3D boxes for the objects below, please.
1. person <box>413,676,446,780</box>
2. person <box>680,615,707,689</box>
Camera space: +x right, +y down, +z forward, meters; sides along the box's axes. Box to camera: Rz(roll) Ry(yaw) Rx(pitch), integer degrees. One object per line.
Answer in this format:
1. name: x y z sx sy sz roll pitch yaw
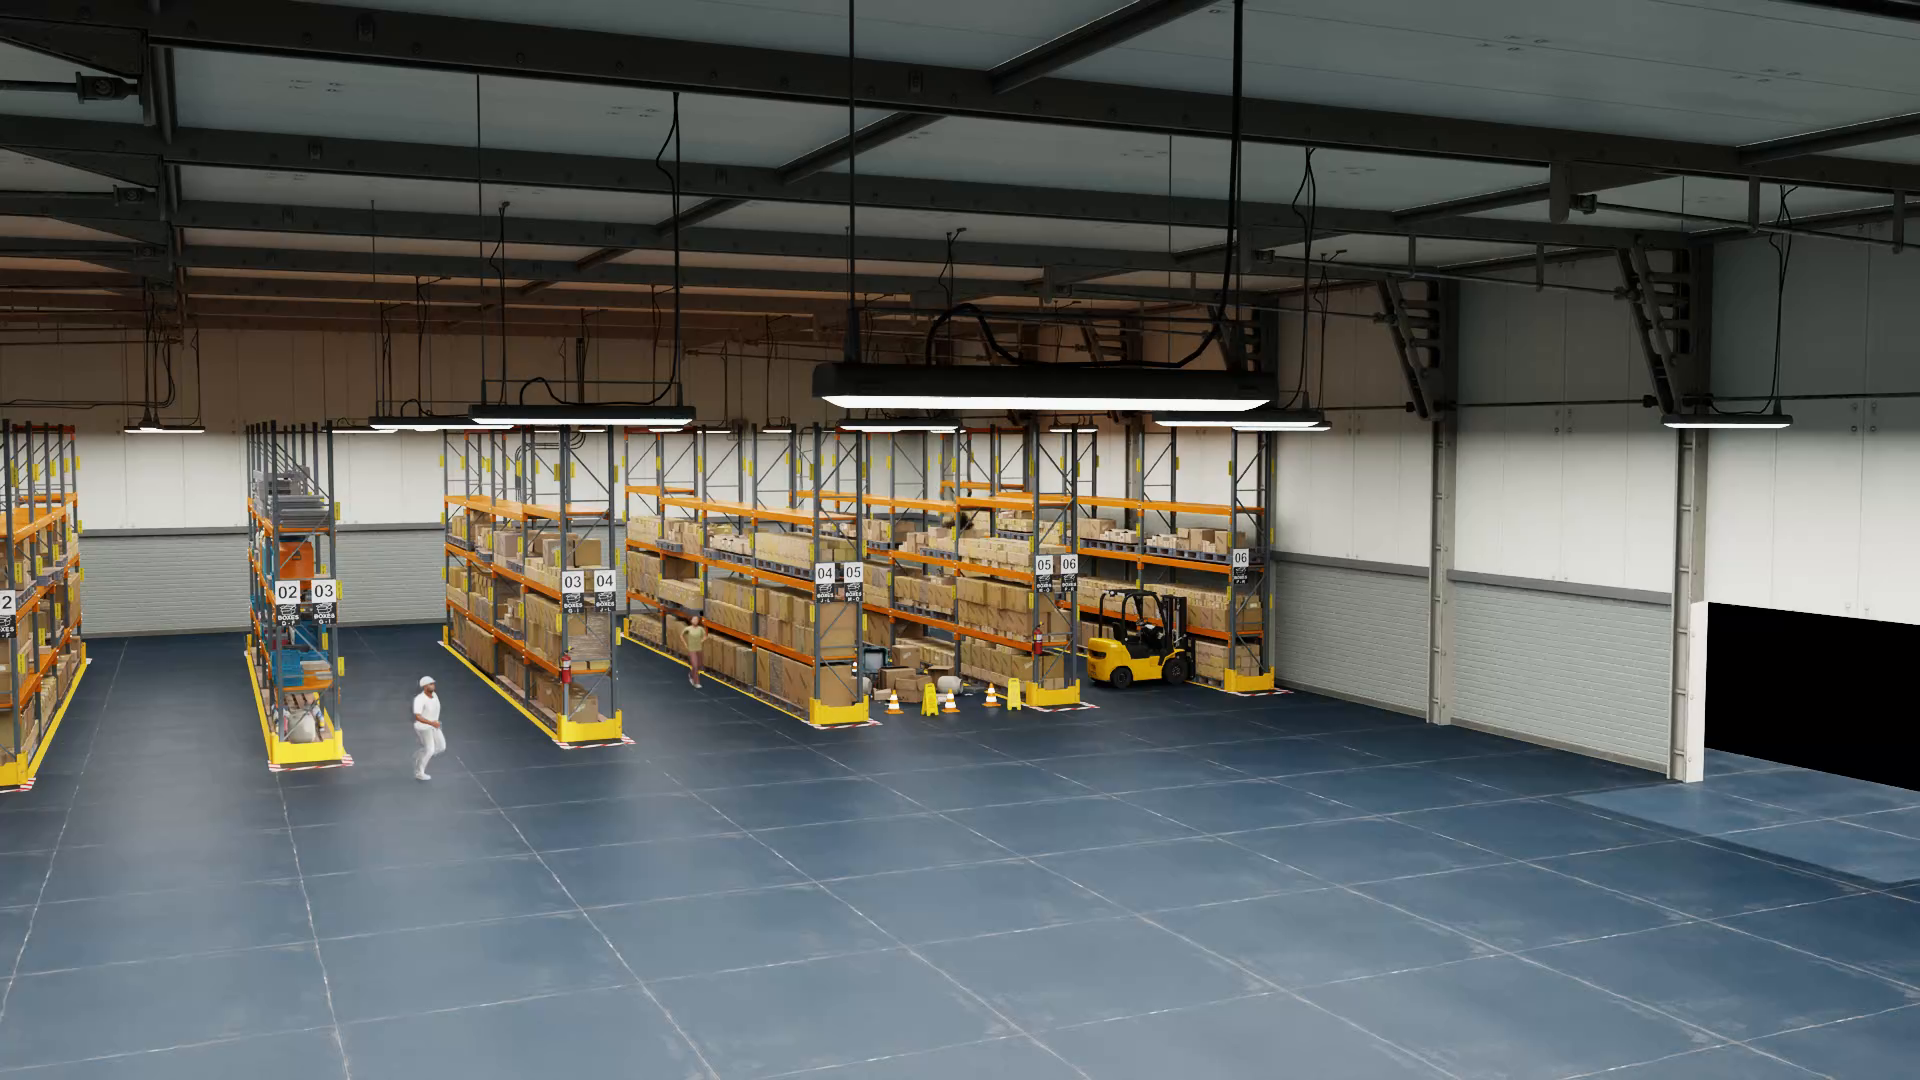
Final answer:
1. person: -8.871 3.128 27.794 0.646 1.721 0.727 1 4 12
2. person: -6.043 2.521 37.874 0.597 1.655 0.803 -2 4 -31
